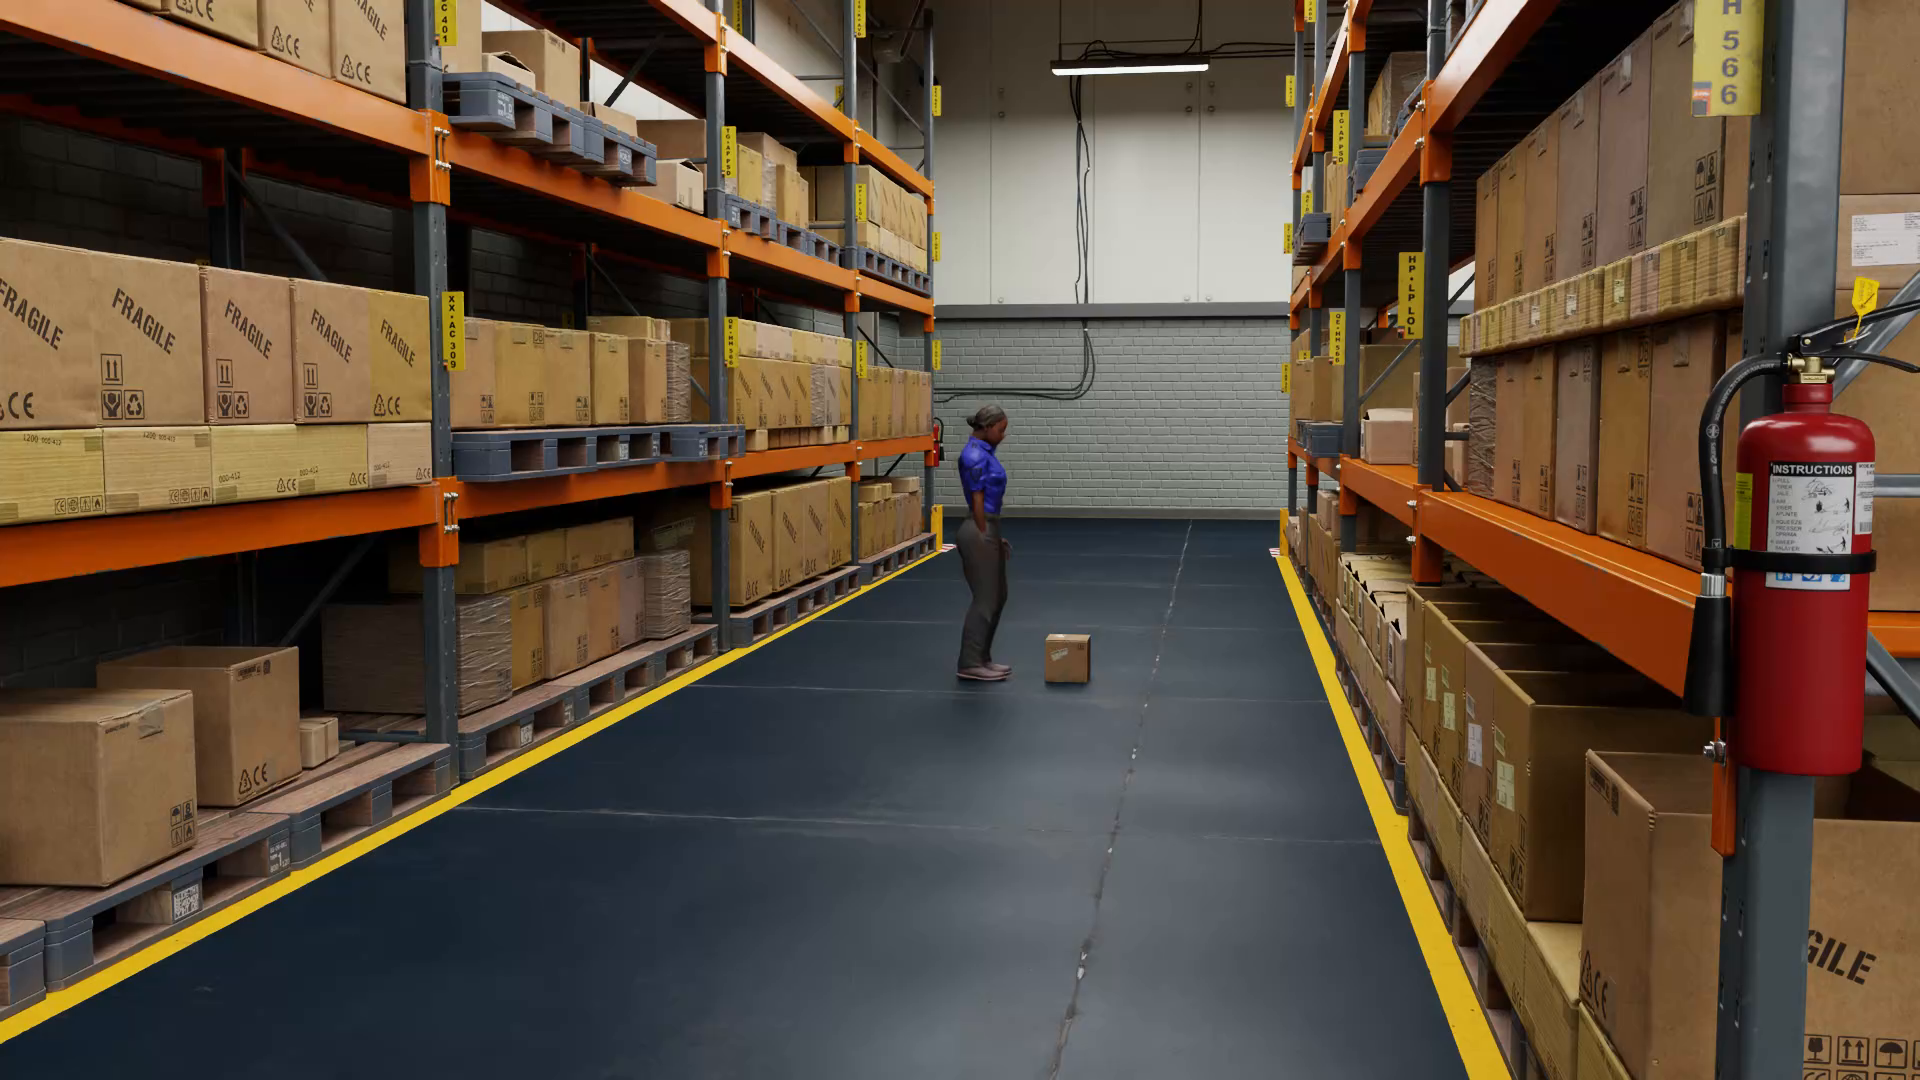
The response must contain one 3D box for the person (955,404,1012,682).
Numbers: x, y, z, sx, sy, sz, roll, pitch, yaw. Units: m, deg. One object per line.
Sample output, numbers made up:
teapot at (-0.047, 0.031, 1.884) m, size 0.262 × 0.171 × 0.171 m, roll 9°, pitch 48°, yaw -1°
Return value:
person at (0.146, 0.009, 9.969) m, size 0.314 × 1.643 × 0.443 m, roll 1°, pitch 5°, yaw 10°
